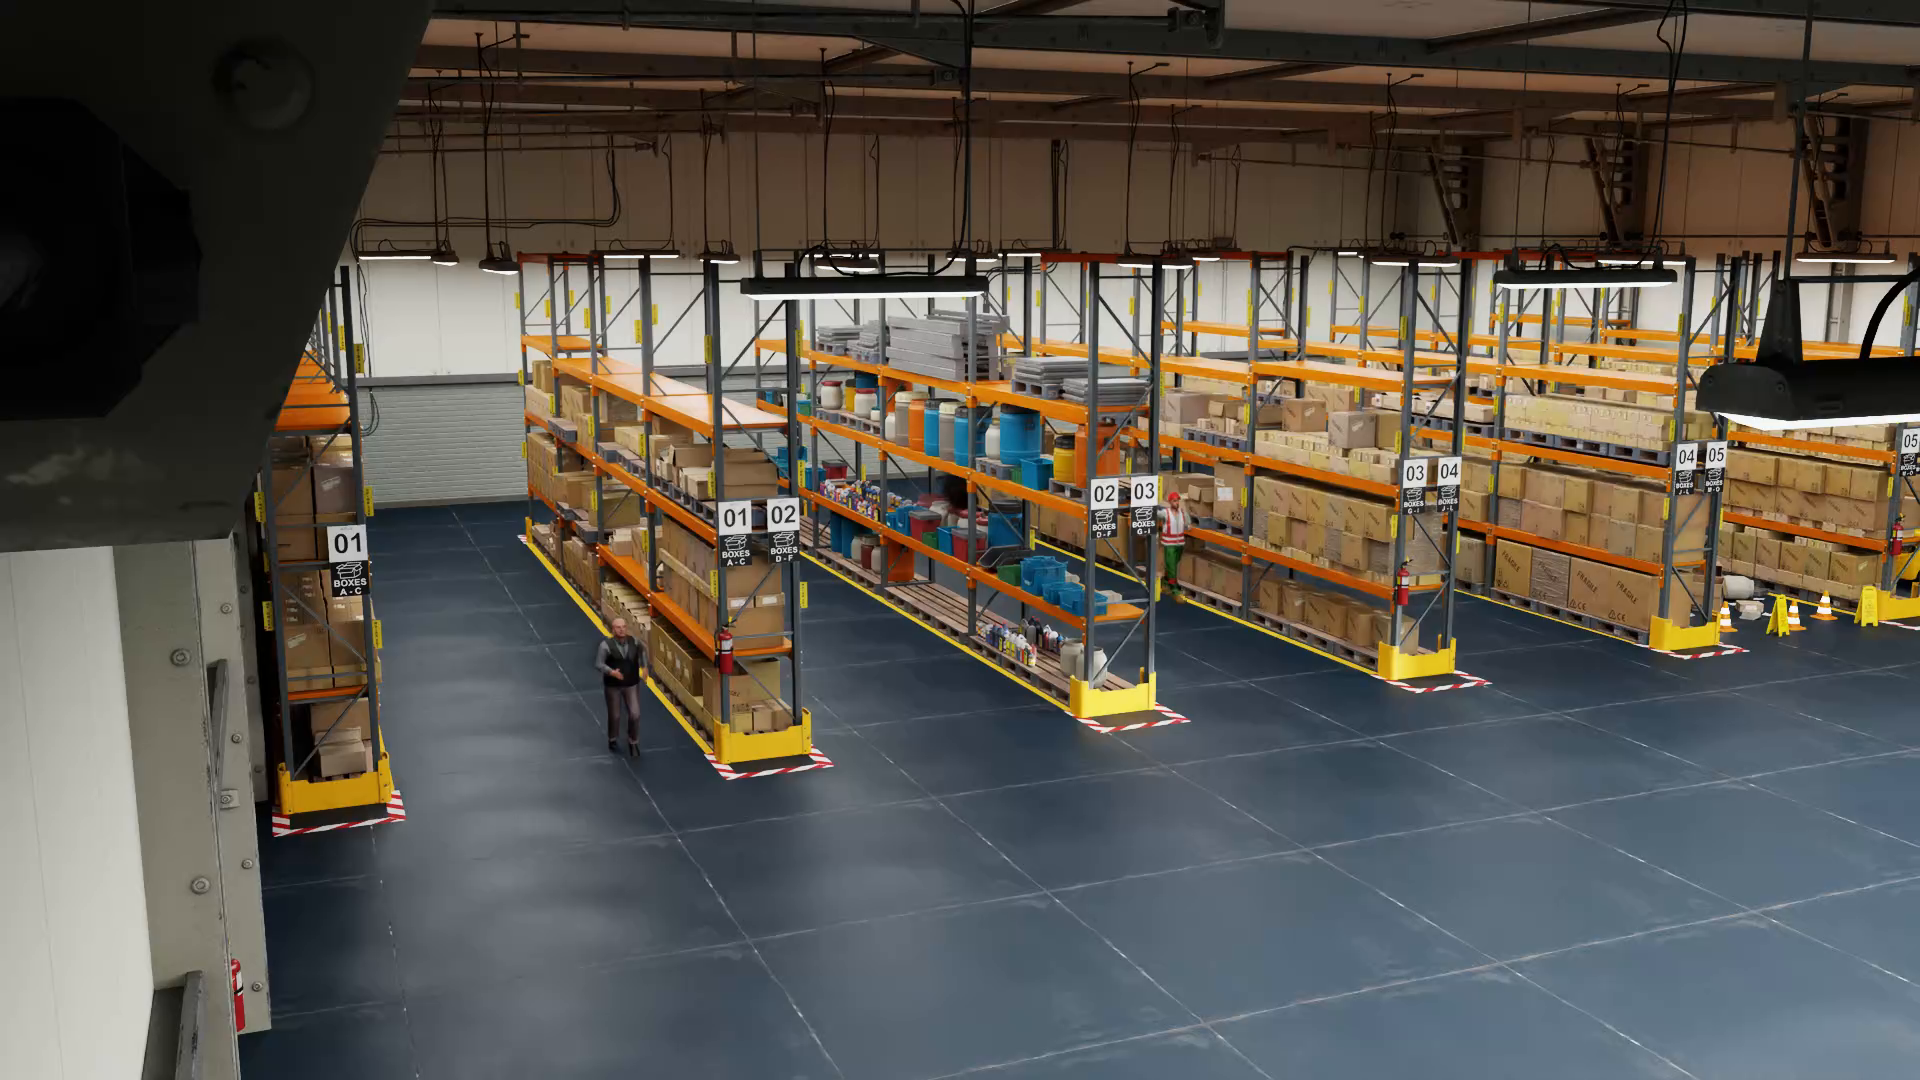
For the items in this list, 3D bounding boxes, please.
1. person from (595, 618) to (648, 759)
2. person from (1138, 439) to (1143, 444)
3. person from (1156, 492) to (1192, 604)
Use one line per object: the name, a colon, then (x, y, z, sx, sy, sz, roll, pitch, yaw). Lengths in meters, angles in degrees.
person: (-4.121, 1.826, 20.375, 0.683, 1.774, 0.724, -4, 11, -23)
person: (4.057, -1.491, 38.453, 0.671, 1.714, 0.645, -4, 11, -20)
person: (3.569, 0.104, 27.729, 0.660, 1.812, 0.907, -4, 11, -23)
